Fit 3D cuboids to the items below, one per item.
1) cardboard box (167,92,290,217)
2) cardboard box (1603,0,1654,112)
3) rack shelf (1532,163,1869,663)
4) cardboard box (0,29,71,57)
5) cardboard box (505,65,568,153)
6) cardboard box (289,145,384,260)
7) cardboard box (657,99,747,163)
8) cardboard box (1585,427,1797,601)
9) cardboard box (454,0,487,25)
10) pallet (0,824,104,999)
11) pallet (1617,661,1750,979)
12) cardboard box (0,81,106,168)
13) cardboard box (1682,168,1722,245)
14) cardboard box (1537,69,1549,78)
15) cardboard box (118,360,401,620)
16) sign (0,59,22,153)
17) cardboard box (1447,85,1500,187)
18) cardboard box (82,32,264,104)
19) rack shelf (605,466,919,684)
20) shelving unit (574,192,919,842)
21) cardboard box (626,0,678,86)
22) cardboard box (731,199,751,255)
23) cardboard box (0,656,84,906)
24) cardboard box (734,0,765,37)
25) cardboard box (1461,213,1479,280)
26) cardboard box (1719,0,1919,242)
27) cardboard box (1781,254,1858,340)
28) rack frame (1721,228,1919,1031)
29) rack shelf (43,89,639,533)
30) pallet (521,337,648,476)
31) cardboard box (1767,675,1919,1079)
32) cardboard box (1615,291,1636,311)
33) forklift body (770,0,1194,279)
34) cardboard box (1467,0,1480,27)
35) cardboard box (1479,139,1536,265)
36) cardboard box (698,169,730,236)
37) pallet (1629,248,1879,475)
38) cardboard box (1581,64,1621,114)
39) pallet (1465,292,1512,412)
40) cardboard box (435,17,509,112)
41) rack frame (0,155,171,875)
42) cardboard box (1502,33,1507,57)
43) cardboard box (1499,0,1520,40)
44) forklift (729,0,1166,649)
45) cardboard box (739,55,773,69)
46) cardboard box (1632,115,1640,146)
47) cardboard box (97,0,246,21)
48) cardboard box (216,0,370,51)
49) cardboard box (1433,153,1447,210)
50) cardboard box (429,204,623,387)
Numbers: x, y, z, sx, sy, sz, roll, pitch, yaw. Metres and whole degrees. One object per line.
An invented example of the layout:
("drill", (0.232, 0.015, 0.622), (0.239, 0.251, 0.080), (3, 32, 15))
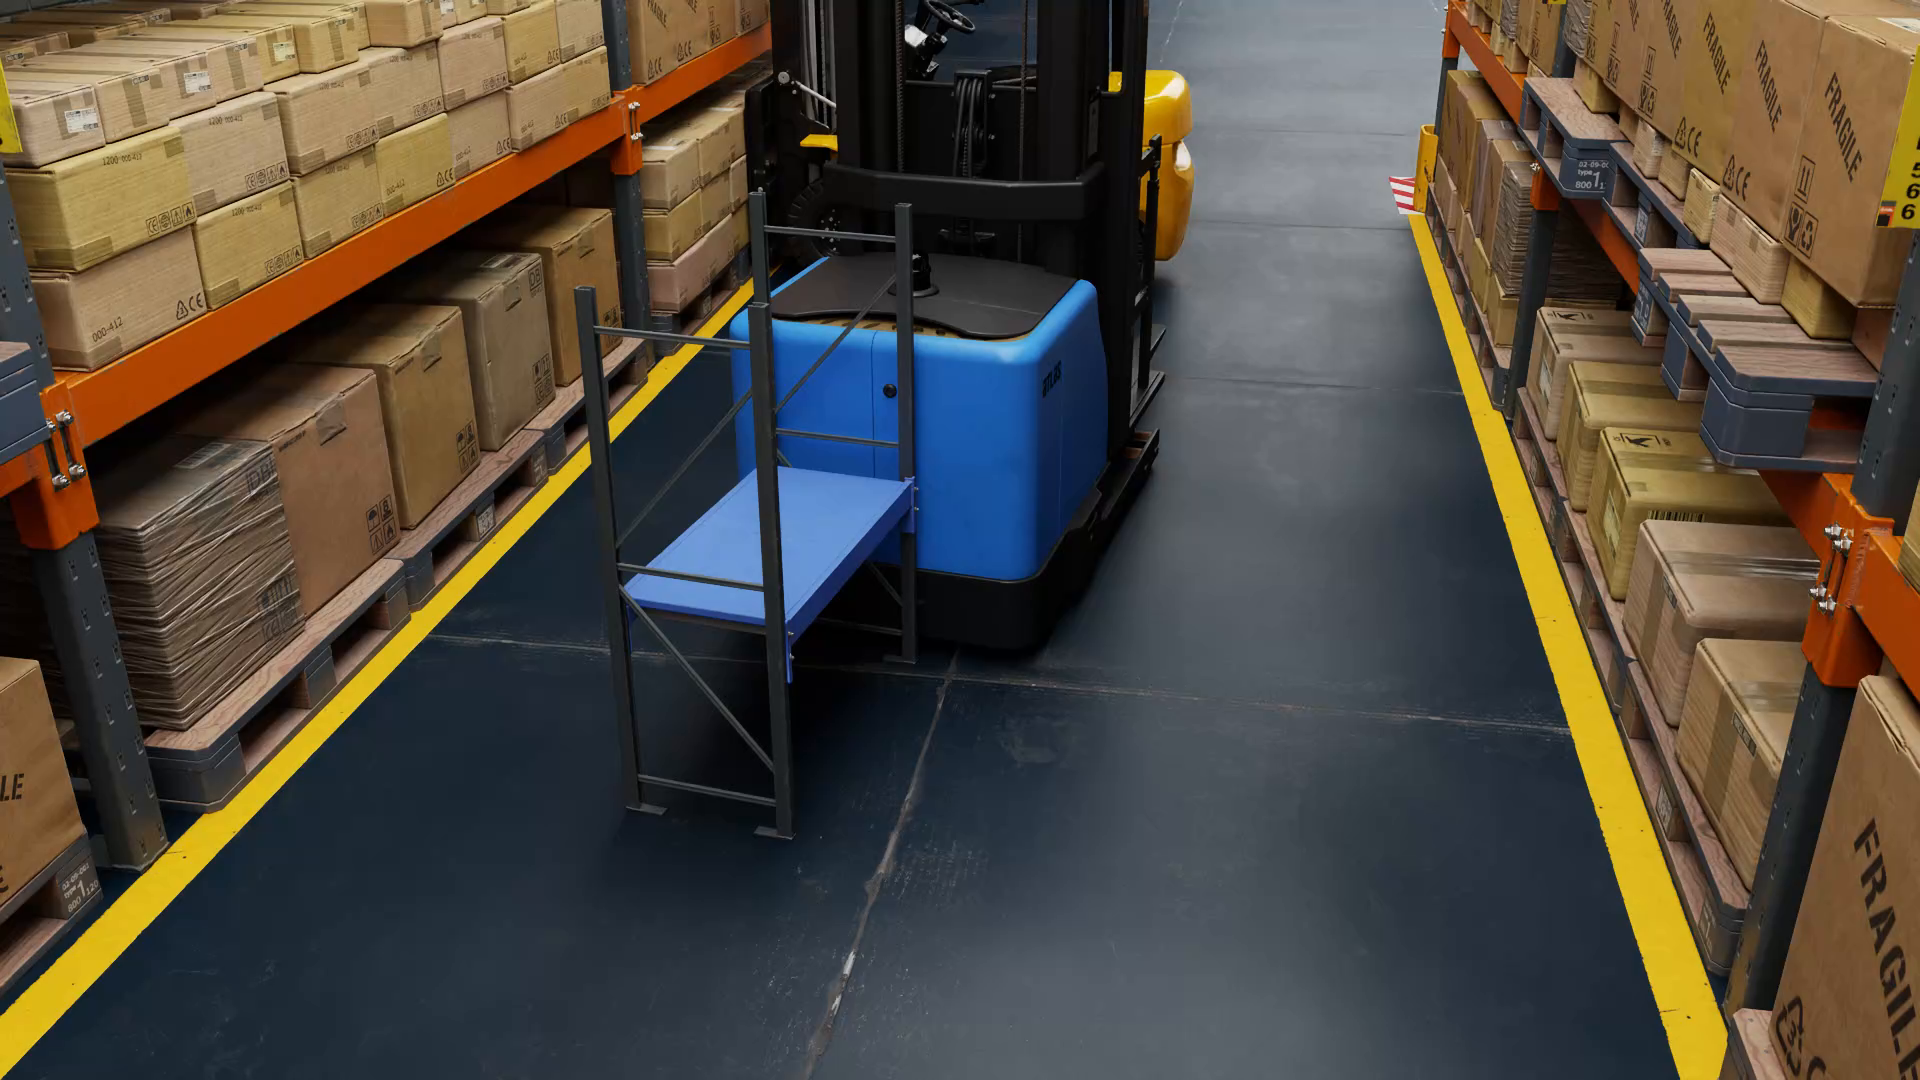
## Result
("cardboard box", (-2.235, -1.076, 4.598), (0.500, 0.250, 0.500), (5, 26, 10))
("cardboard box", (2.385, -1.649, 5.270), (0.500, 0.500, 0.500), (4, 25, 8))
("rack shelf", (2.593, -0.708, 5.073), (1.077, 0.370, 4.000), (4, 25, 9))
("cardboard box", (-2.771, -1.357, 4.729), (0.380, 0.149, 0.250), (4, 25, 7))
("cardboard box", (-1.878, -1.705, 6.531), (0.500, 0.250, 0.500), (4, 25, 8))
("cardboard box", (-2.153, -1.066, 5.167), (0.500, 0.250, 0.500), (3, 25, 7))
("cardboard box", (-1.425, -2.213, 9.008), (0.500, 0.250, 0.500), (5, 26, 10))
("cardboard box", (2.611, -0.059, 5.442), (0.950, 0.372, 0.625), (5, 26, 10))
("cardboard box", (-1.947, -1.961, 6.018), (0.380, 0.149, 0.250), (3, 25, 7))
("pallet", (-2.790, 1.033, 3.794), (1.003, 0.211, 1.213), (4, 25, 9))
("pallet", (2.396, 0.739, 4.422), (1.003, 0.211, 1.213), (4, 25, 9))
("cardboard box", (-2.288, -0.992, 3.947), (0.380, 0.149, 0.250), (5, 26, 10))
("cardboard box", (2.137, -0.873, 4.379), (0.380, 0.149, 0.250), (4, 25, 9))
("cardboard box", (2.672, -1.912, 7.093), (0.380, 0.149, 0.250), (4, 25, 8))
("cardboard box", (-2.417, -0.188, 5.419), (0.875, 0.625, 0.625), (5, 26, 10))
("sign", (-2.094, -0.994, 3.564), (0.100, 0.325, 0.005), (4, 25, 9))
("cardboard box", (3.085, -2.280, 9.447), (0.500, 0.500, 0.500), (3, 25, 7))
("cardboard box", (-2.199, -1.323, 4.654), (0.380, 0.149, 0.250), (4, 25, 9))
("rack shelf", (-0.534, 0.057, 4.783), (0.538, 0.185, 1.000), (8, 26, 16))
("shelving unit", (-0.534, -0.106, 4.706), (0.538, 1.500, 1.048), (8, 26, 16))
("cardboard box", (-1.647, -2.425, 7.775), (0.500, 0.500, 0.500), (3, 25, 7))
("cardboard box", (-1.435, -1.766, 9.233), (0.500, 0.250, 0.500), (4, 25, 9))
("cardboard box", (-2.488, 0.594, 3.896), (0.500, 0.500, 0.500), (5, 26, 10))
("cardboard box", (-1.394, -3.065, 9.142), (0.500, 0.500, 0.500), (4, 25, 9))
("cardboard box", (2.916, -1.517, 8.700), (0.500, 0.250, 0.500), (4, 25, 9))
("cardboard box", (2.140, -0.994, 3.871), (0.500, 0.500, 0.500), (4, 25, 8))
("cardboard box", (2.060, -0.544, 3.675), (0.380, 0.149, 0.250), (4, 25, 9))
("rack frame", (2.266, -0.197, 3.133), (1.000, 3.000, 0.127), (4, 25, 9))
("rack shelf", (-2.304, -1.050, 5.804), (1.077, 0.370, 4.000), (4, 25, 9))
("pallet", (-2.059, -0.639, 7.366), (1.003, 0.211, 1.213), (4, 25, 9))
("cardboard box", (2.072, 0.858, 2.890), (0.875, 0.875, 0.875), (4, 25, 8))
("cardboard box", (3.283, -1.043, 7.688), (0.500, 0.250, 0.500), (3, 25, 6))
("forklift body", (0.166, -2.582, 9.228), (2.313, 2.155, 1.214), (4, 25, 9))
("cardboard box", (3.077, -2.987, 9.389), (0.380, 0.149, 0.250), (4, 25, 9))
("cardboard box", (2.833, -1.634, 8.065), (0.500, 0.500, 0.500), (4, 25, 9))
("cardboard box", (-1.513, -1.776, 8.663), (0.500, 0.250, 0.500), (4, 25, 8))
("pallet", (2.278, -0.416, 3.826), (1.213, 0.211, 1.003), (4, 25, 9))
("cardboard box", (2.469, -1.633, 6.002), (0.380, 0.149, 0.250), (5, 25, 10))
("pallet", (2.995, -0.891, 7.904), (1.003, 0.211, 1.213), (4, 25, 9))
("cardboard box", (-1.972, -1.719, 5.971), (0.500, 0.250, 0.500), (5, 25, 10))
("rack frame", (-2.631, -0.540, 3.864), (1.000, 3.000, 0.127), (4, 25, 9))
("cardboard box", (2.906, -2.442, 8.225), (0.380, 0.149, 0.250), (4, 25, 8))
("cardboard box", (2.905, -2.686, 7.982), (0.500, 0.500, 0.500), (5, 25, 10))
("forklift", (0.191, -1.579, 6.166), (1.130, 2.935, 3.031), (8, 26, 16))
("cardboard box", (-1.169, -2.855, 10.380), (0.500, 0.250, 0.500), (4, 25, 9))
("cardboard box", (2.372, -1.302, 5.294), (0.380, 0.149, 0.250), (4, 25, 9))
("cardboard box", (-2.546, -1.672, 5.401), (0.380, 0.149, 0.250), (5, 25, 10))
("cardboard box", (-2.141, -1.648, 5.348), (0.380, 0.149, 0.250), (4, 25, 9))
("cardboard box", (3.169, -2.170, 10.095), (0.500, 0.250, 0.500), (4, 25, 8))
("cardboard box", (-2.052, -1.108, 7.385), (0.875, 0.625, 0.625), (5, 26, 11))
